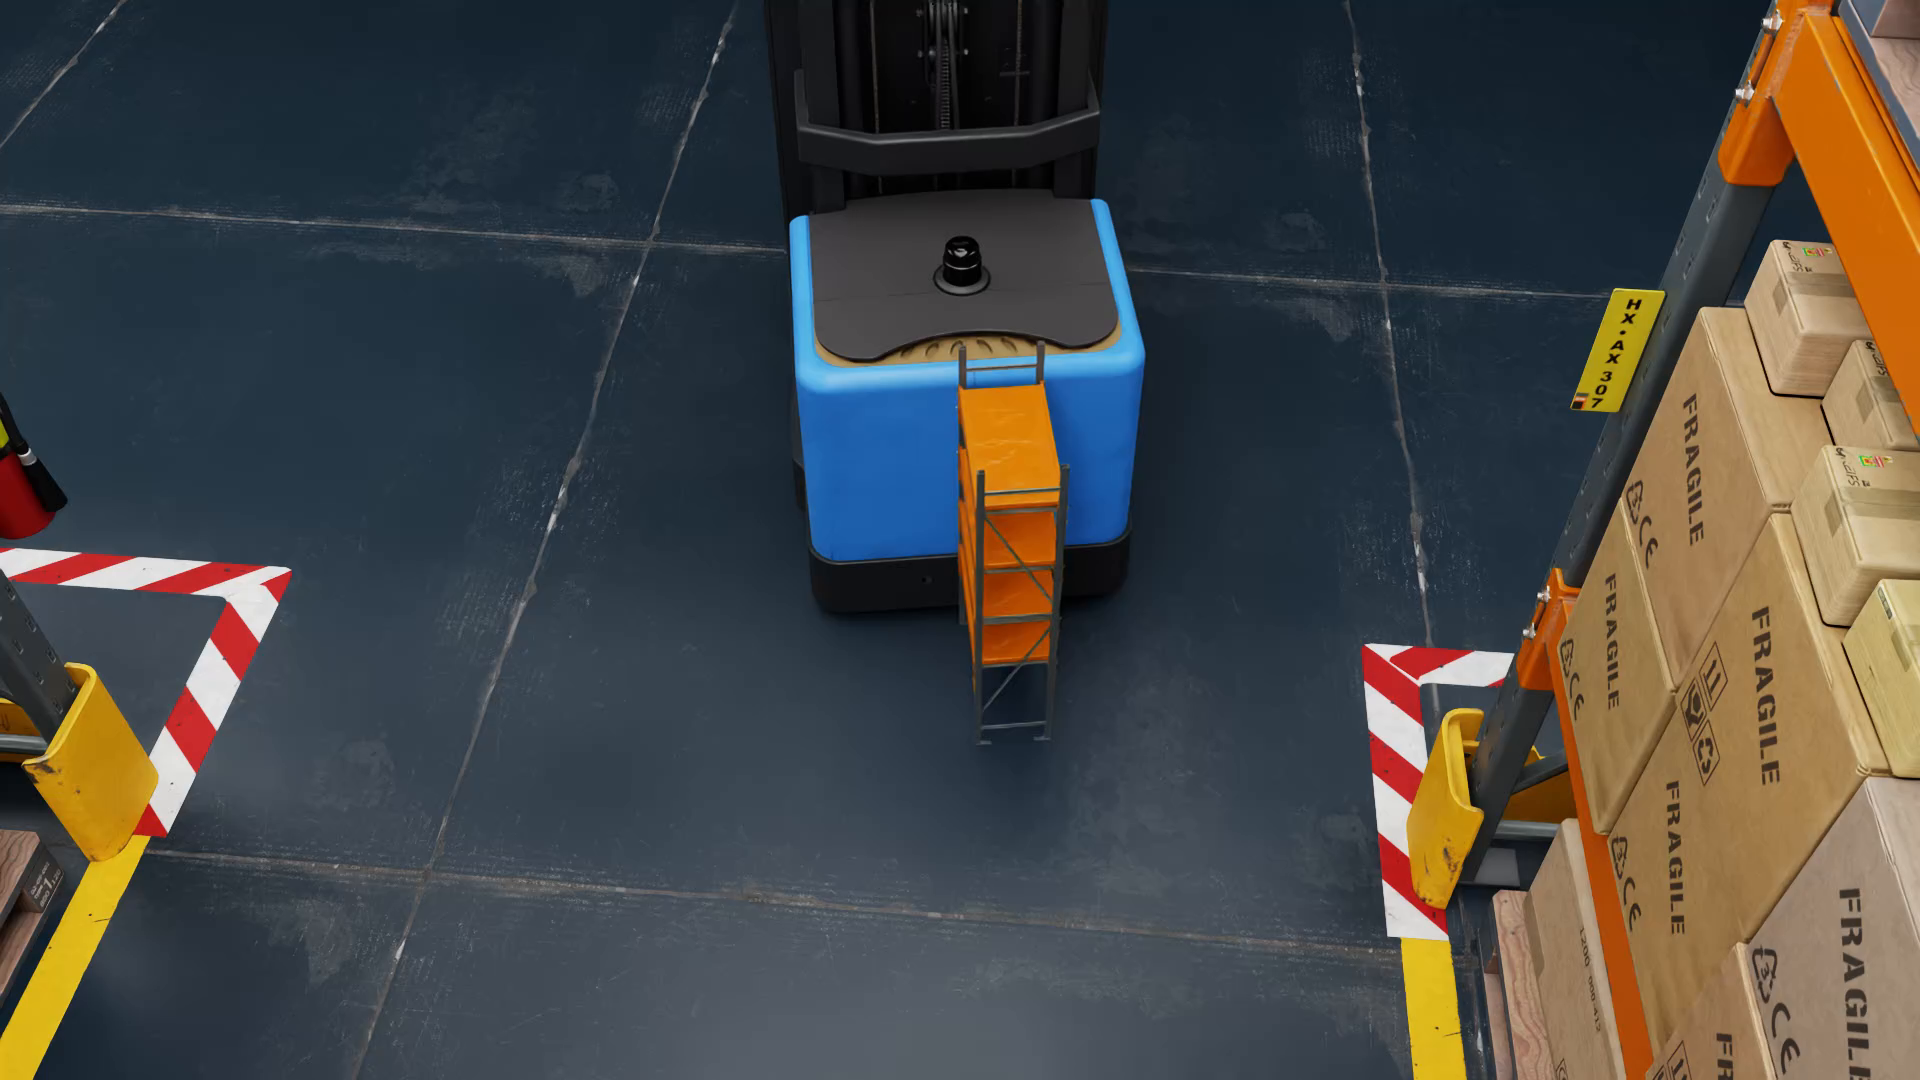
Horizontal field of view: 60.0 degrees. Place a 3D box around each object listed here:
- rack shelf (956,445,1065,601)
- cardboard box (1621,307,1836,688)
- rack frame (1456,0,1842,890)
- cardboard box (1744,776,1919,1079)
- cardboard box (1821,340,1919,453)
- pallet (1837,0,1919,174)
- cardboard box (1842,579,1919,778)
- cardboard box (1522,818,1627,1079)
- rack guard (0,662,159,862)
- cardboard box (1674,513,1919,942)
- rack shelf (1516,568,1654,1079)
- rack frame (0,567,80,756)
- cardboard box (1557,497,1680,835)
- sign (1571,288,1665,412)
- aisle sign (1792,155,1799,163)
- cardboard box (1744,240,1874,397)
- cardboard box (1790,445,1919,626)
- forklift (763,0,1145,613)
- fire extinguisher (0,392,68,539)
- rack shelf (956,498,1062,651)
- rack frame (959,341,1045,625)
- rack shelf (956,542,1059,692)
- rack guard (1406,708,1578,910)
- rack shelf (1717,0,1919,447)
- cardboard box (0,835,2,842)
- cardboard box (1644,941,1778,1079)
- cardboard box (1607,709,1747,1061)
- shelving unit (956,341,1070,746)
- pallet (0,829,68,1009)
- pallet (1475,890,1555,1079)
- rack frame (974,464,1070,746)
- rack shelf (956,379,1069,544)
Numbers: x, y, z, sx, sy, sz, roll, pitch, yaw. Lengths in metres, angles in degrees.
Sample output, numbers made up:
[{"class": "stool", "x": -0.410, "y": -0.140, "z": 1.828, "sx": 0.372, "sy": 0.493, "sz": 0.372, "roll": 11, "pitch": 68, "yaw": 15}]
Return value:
[{"class": "rack shelf", "x": 0.140, "y": -0.063, "z": 4.783, "sx": 0.258, "sy": 0.148, "sz": 0.480, "roll": -4, "pitch": 48, "yaw": -4}, {"class": "cardboard box", "x": 1.579, "y": -0.064, "z": 3.030, "sx": 0.500, "sy": 0.500, "sz": 0.500, "roll": 3, "pitch": 48, "yaw": 3}, {"class": "rack frame", "x": 1.906, "y": -0.026, "z": 3.741, "sx": 1.000, "sy": 3.000, "sz": 0.127, "roll": 4, "pitch": 48, "yaw": 4}, {"class": "cardboard box", "x": 1.499, "y": 0.695, "z": 2.336, "sx": 0.500, "sy": 0.500, "sz": 0.500, "roll": 4, "pitch": 48, "yaw": 3}, {"class": "cardboard box", "x": 1.645, "y": -0.177, "z": 2.694, "sx": 0.380, "sy": 0.149, "sz": 0.250, "roll": 5, "pitch": 48, "yaw": 4}, {"class": "pallet", "x": 1.849, "y": -0.463, "z": 2.168, "sx": 1.003, "sy": 0.211, "sz": 1.213, "roll": 4, "pitch": 48, "yaw": 4}, {"class": "cardboard box", "x": 1.501, "y": 0.201, "z": 2.348, "sx": 0.380, "sy": 0.149, "sz": 0.250, "roll": 2, "pitch": 48, "yaw": 2}, {"class": "cardboard box", "x": 1.945, "y": 1.188, "z": 4.082, "sx": 0.875, "sy": 0.438, "sz": 0.875, "roll": 2, "pitch": 48, "yaw": 2}, {"class": "rack guard", "x": -3.040, "y": 0.615, "z": 4.849, "sx": 1.175, "sy": 0.500, "sz": 0.348, "roll": 4, "pitch": 48, "yaw": 4}, {"class": "cardboard box", "x": 1.538, "y": 0.316, "z": 2.683, "sx": 0.500, "sy": 0.500, "sz": 0.500, "roll": 3, "pitch": 48, "yaw": 2}, {"class": "rack shelf", "x": 1.724, "y": 1.686, "z": 2.662, "sx": 1.077, "sy": 0.370, "sz": 4.000, "roll": 4, "pitch": 48, "yaw": 4}, {"class": "rack frame", "x": -3.033, "y": -0.285, "z": 3.978, "sx": 1.000, "sy": 3.000, "sz": 0.127, "roll": 4, "pitch": 48, "yaw": 4}, {"class": "cardboard box", "x": 1.576, "y": 0.273, "z": 3.399, "sx": 0.500, "sy": 0.500, "sz": 0.500, "roll": 4, "pitch": 48, "yaw": 3}, {"class": "sign", "x": 1.354, "y": -0.387, "z": 3.431, "sx": 0.100, "sy": 0.325, "sz": 0.005, "roll": 4, "pitch": 48, "yaw": 4}, {"class": "aisle sign", "x": 1.624, "y": -0.976, "z": 2.848, "sx": 0.394, "sy": 0.787, "sz": 0.004, "roll": 4, "pitch": 48, "yaw": 4}, {"class": "cardboard box", "x": 1.598, "y": -0.374, "z": 2.874, "sx": 0.380, "sy": 0.149, "sz": 0.250, "roll": 5, "pitch": 48, "yaw": 4}, {"class": "cardboard box", "x": 1.507, "y": 0.007, "z": 2.526, "sx": 0.380, "sy": 0.149, "sz": 0.250, "roll": 5, "pitch": 48, "yaw": 5}, {"class": "forklift", "x": -0.099, "y": -1.844, "z": 5.450, "sx": 1.130, "sy": 2.935, "sz": 3.031, "roll": -4, "pitch": 48, "yaw": -4}, {"class": "fire extinguisher", "x": -2.550, "y": -0.287, "z": 4.285, "sx": 0.296, "sy": 0.674, "sz": 0.183, "roll": 4, "pitch": 48, "yaw": 4}, {"class": "rack shelf", "x": 0.140, "y": 0.088, "z": 4.948, "sx": 0.258, "sy": 0.148, "sz": 0.480, "roll": -4, "pitch": 48, "yaw": -4}, {"class": "rack frame", "x": 0.117, "y": -0.137, "z": 5.062, "sx": 0.240, "sy": 1.200, "sz": 0.015, "roll": -4, "pitch": 48, "yaw": -4}, {"class": "rack shelf", "x": 0.140, "y": 0.222, "z": 5.094, "sx": 0.258, "sy": 0.148, "sz": 0.480, "roll": -4, "pitch": 48, "yaw": -4}, {"class": "rack guard", "x": 1.908, "y": 0.800, "z": 4.680, "sx": 1.175, "sy": 0.500, "sz": 0.348, "roll": 4, "pitch": 48, "yaw": 4}, {"class": "rack shelf", "x": 1.724, "y": 0.674, "z": 1.556, "sx": 1.077, "sy": 0.370, "sz": 4.000, "roll": 4, "pitch": 48, "yaw": 4}, {"class": "cardboard box", "x": -2.797, "y": 0.842, "z": 4.393, "sx": 0.380, "sy": 0.149, "sz": 0.250, "roll": 3, "pitch": 48, "yaw": 2}, {"class": "cardboard box", "x": 1.494, "y": 1.020, "z": 2.717, "sx": 0.500, "sy": 0.500, "sz": 0.500, "roll": 4, "pitch": 48, "yaw": 3}, {"class": "cardboard box", "x": 1.558, "y": 0.647, "z": 3.058, "sx": 0.500, "sy": 0.500, "sz": 0.500, "roll": 3, "pitch": 48, "yaw": 3}, {"class": "shelving unit", "x": 0.140, "y": 0.043, "z": 4.898, "sx": 0.258, "sy": 1.200, "sz": 0.503, "roll": -4, "pitch": 48, "yaw": -4}, {"class": "pallet", "x": -3.149, "y": 1.307, "z": 4.412, "sx": 1.003, "sy": 0.211, "sz": 1.213, "roll": 4, "pitch": 48, "yaw": 4}, {"class": "pallet", "x": 1.911, "y": 1.508, "z": 4.228, "sx": 1.003, "sy": 0.211, "sz": 1.213, "roll": 4, "pitch": 48, "yaw": 4}, {"class": "rack frame", "x": 0.163, "y": 0.222, "z": 4.734, "sx": 0.240, "sy": 1.200, "sz": 0.015, "roll": -4, "pitch": 48, "yaw": -4}, {"class": "rack shelf", "x": 0.140, "y": -0.223, "z": 4.608, "sx": 0.258, "sy": 0.148, "sz": 0.480, "roll": -4, "pitch": 48, "yaw": -4}]
